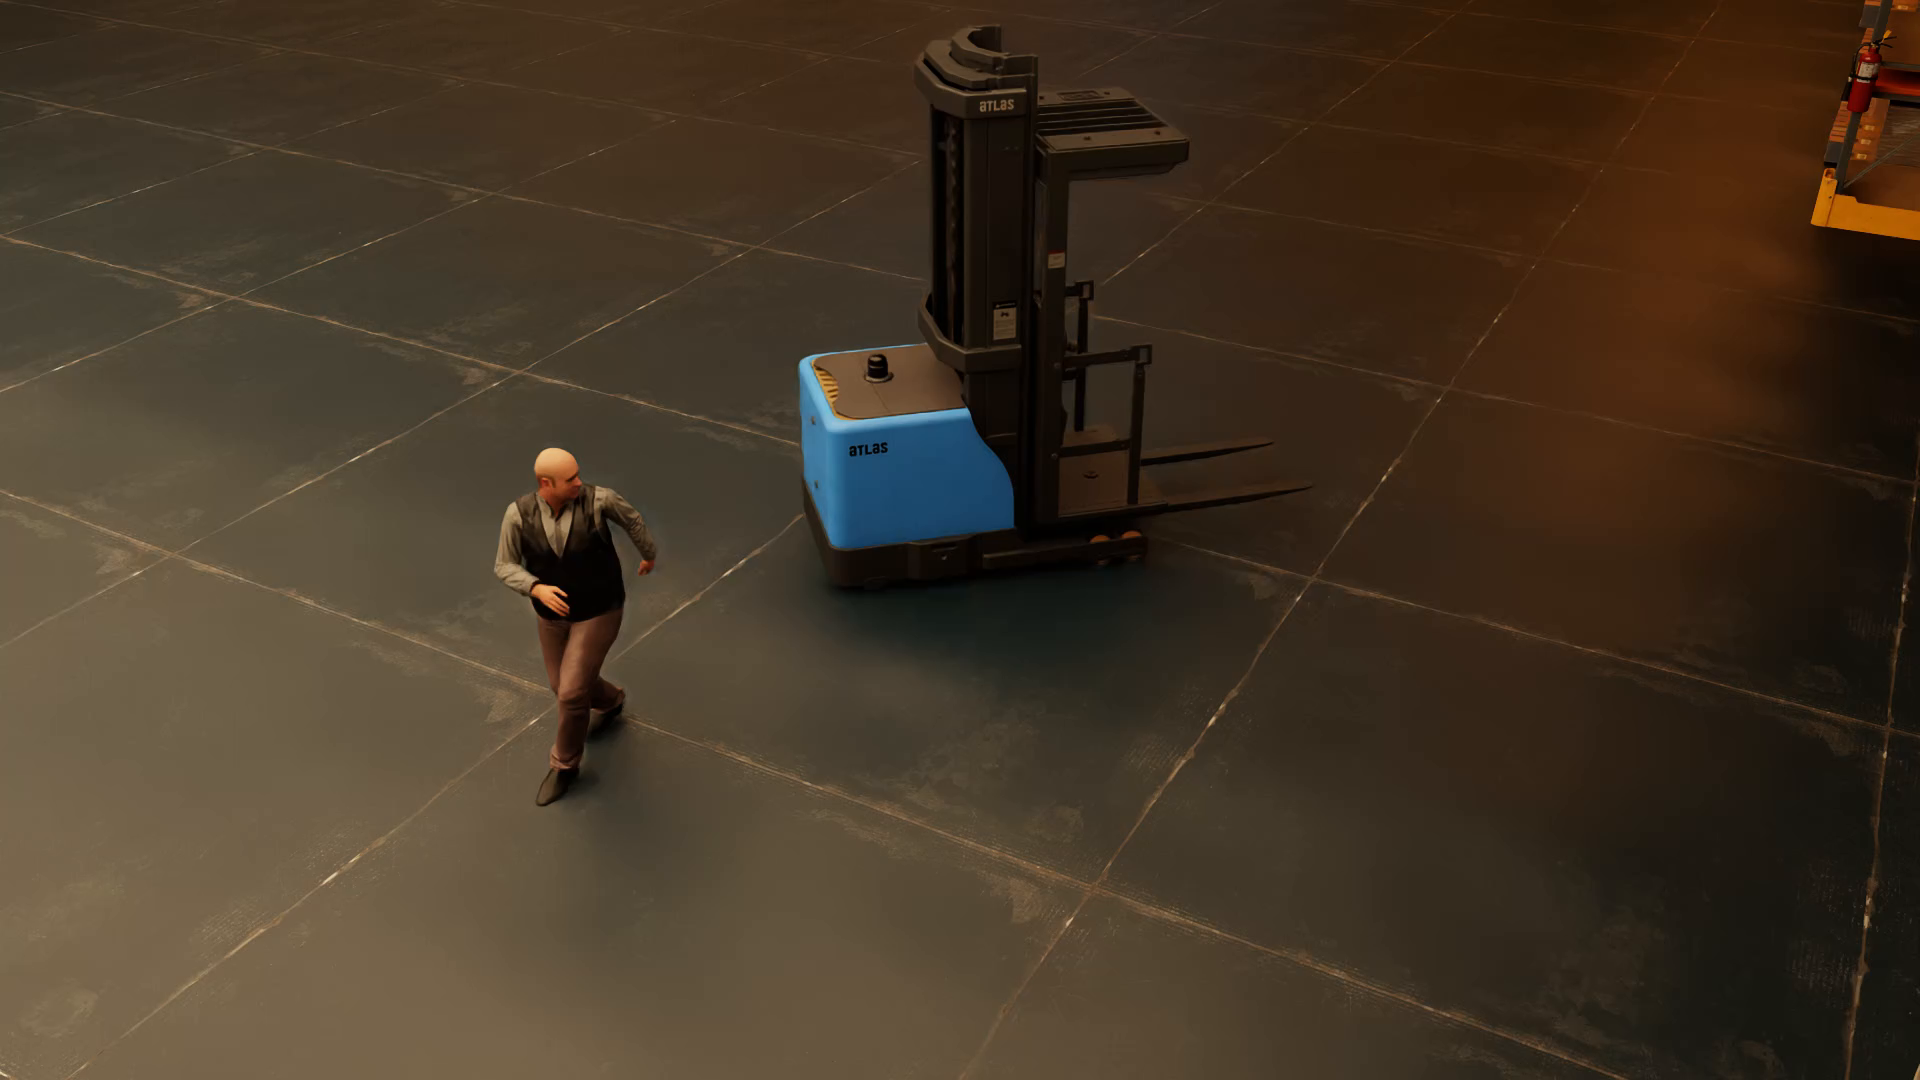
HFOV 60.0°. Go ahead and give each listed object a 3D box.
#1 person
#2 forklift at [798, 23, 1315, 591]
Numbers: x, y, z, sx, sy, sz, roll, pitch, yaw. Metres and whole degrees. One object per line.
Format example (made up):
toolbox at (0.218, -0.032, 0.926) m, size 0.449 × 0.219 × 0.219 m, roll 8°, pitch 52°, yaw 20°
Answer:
person at (-1.822, 0.331, 7.810) m, size 0.556 × 1.668 × 0.938 m, roll 7°, pitch 31°, yaw 12°
forklift at (0.616, -1.376, 9.456) m, size 3.031 × 2.935 × 1.130 m, roll -8°, pitch 31°, yaw -13°
